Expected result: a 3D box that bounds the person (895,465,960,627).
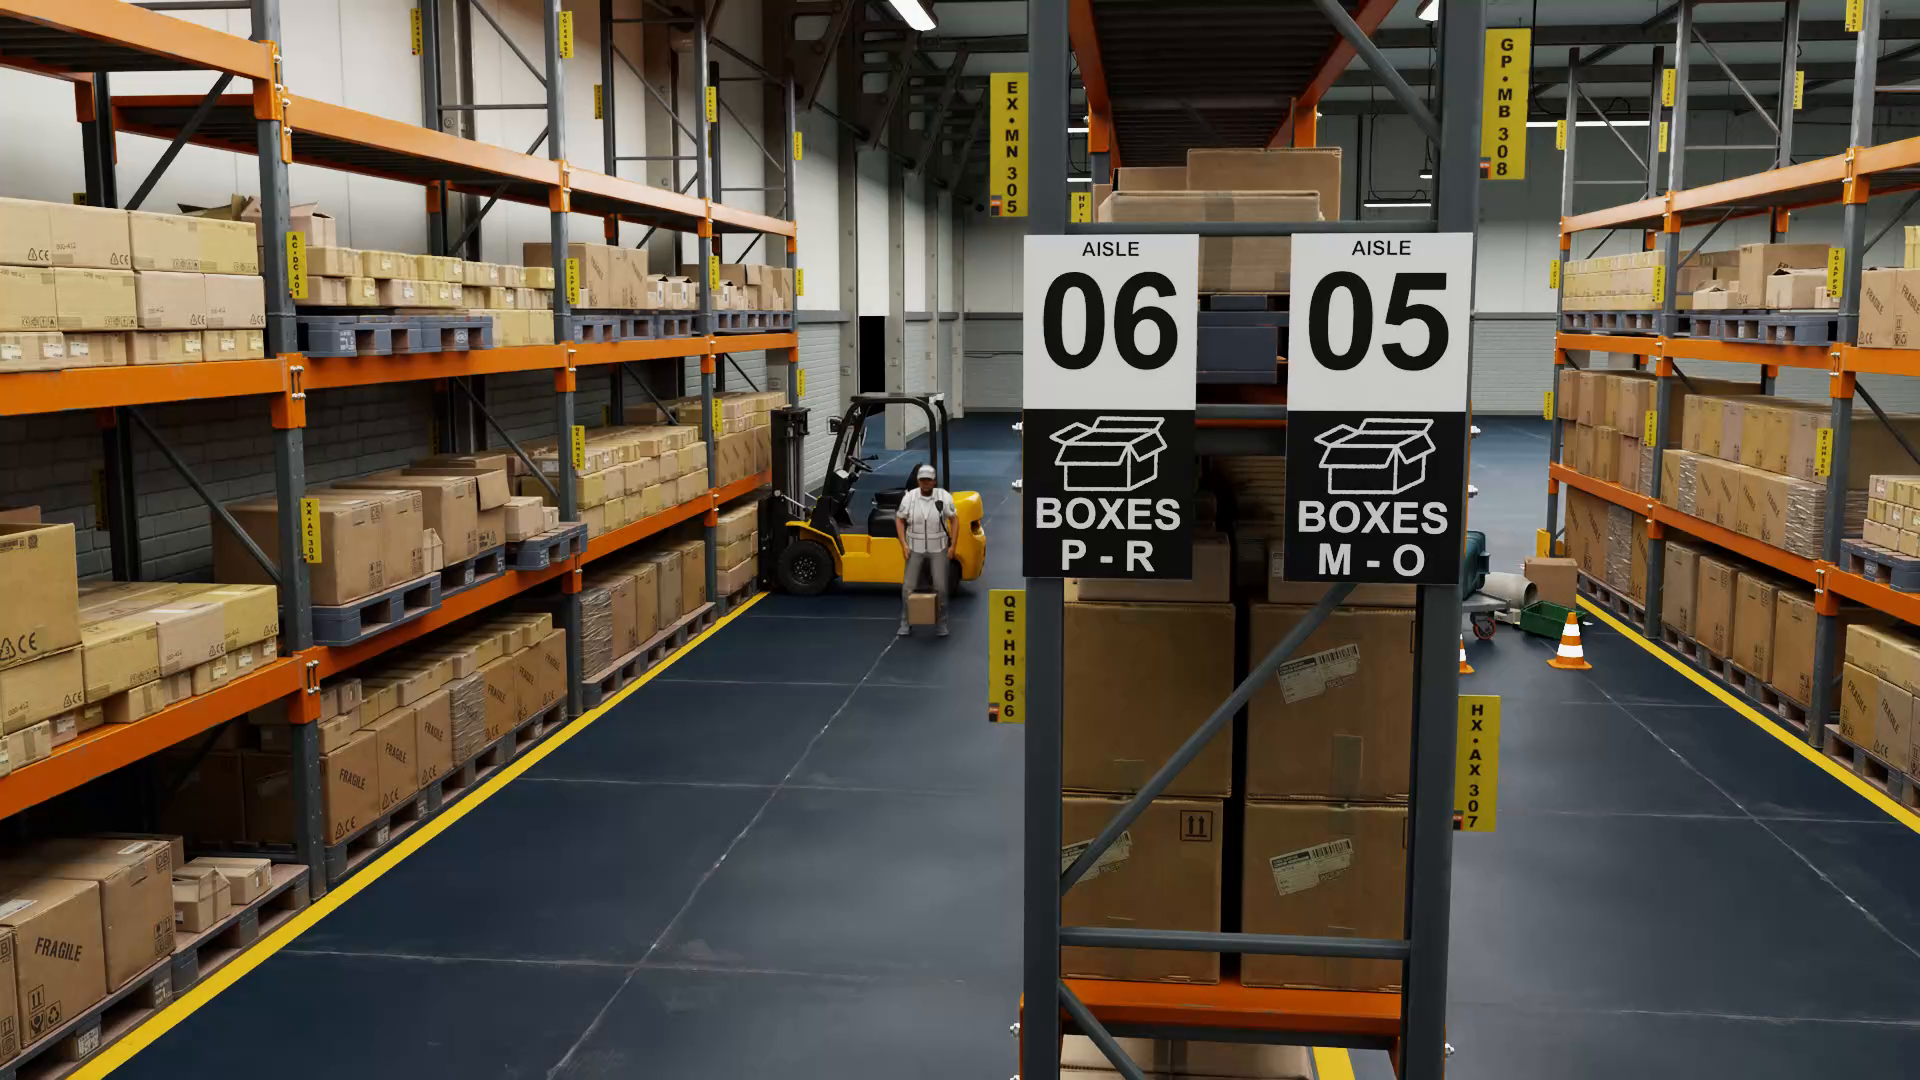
[{"bbox_3d":[-0.311,0.068,15.609,0.606,1.566,0.501,1,8,5],"label":"person"}]
